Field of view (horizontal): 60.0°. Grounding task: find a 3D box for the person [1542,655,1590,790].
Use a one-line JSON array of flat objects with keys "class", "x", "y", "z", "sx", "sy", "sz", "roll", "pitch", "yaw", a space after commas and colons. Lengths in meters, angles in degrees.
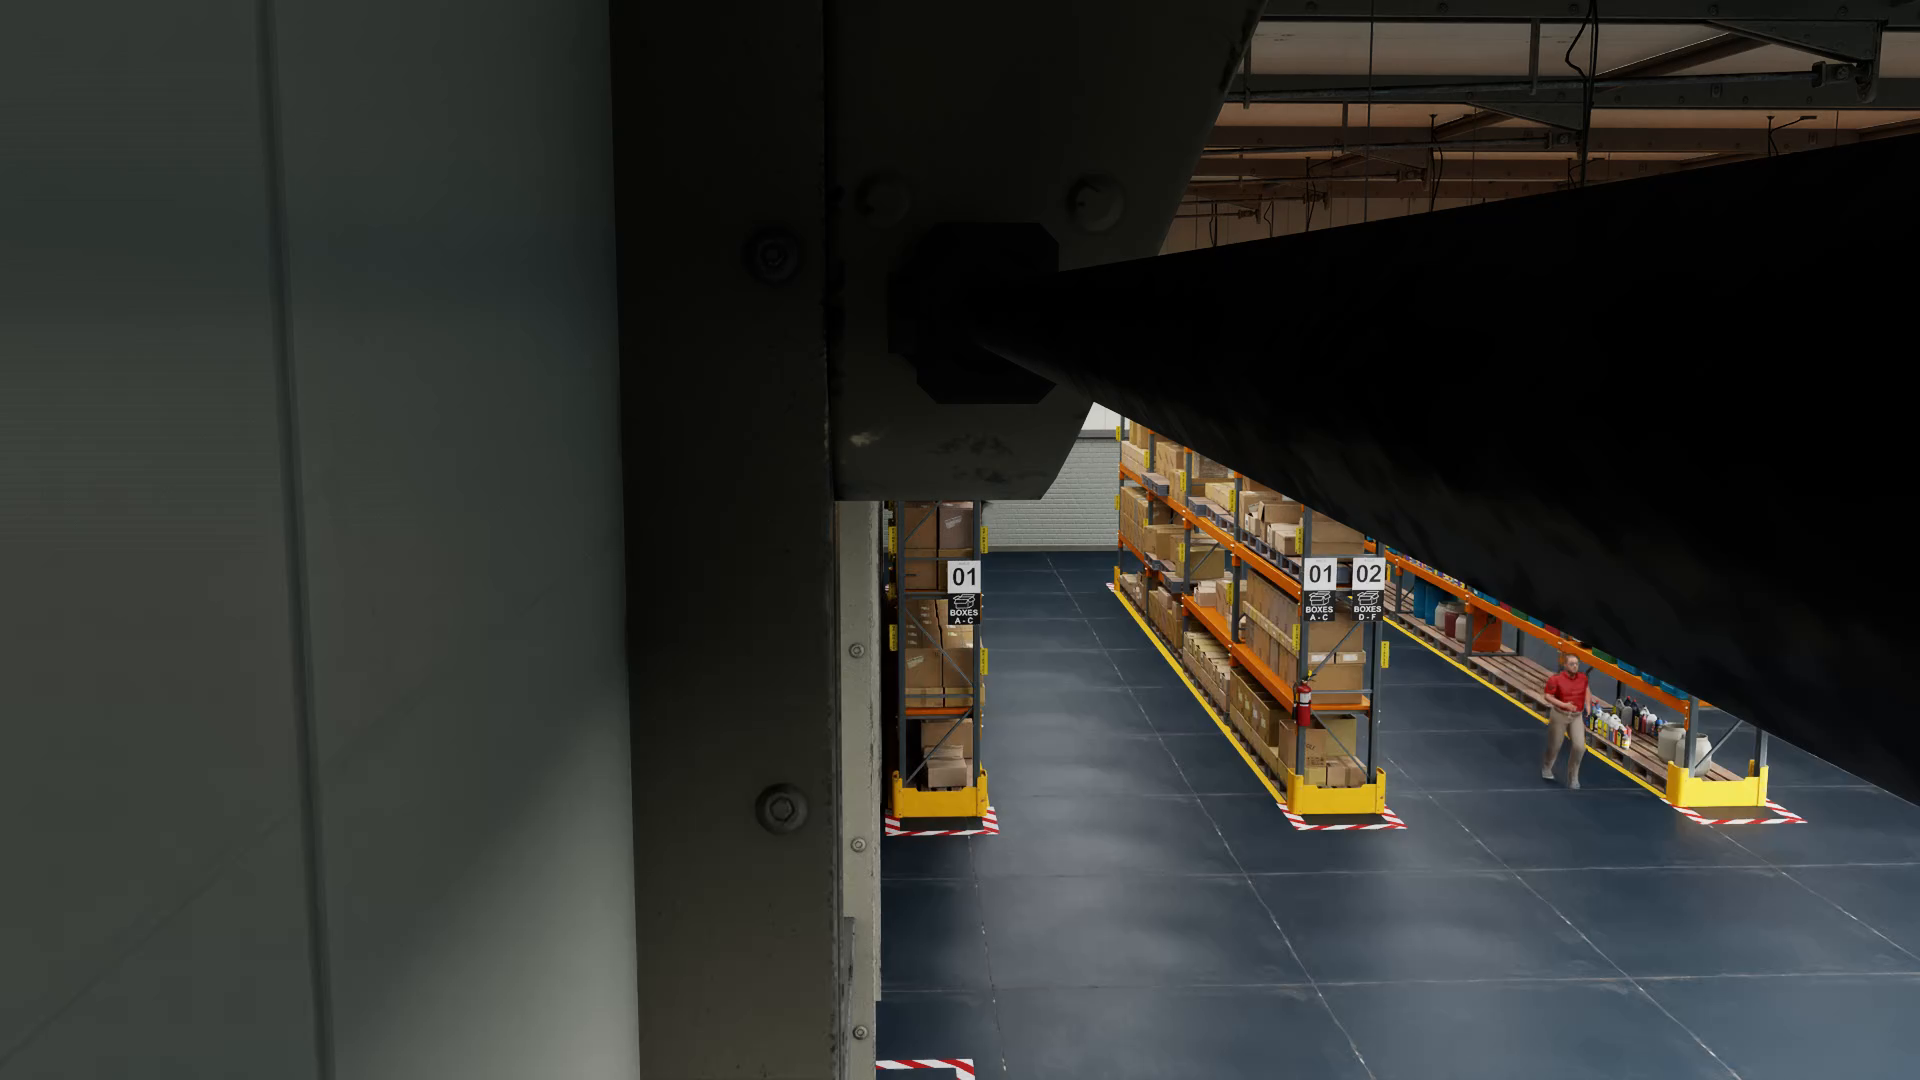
[{"class": "person", "x": 7.949, "y": 2.386, "z": 21.745, "sx": 0.684, "sy": 1.812, "sz": 0.758, "roll": 0, "pitch": 8, "yaw": -3}]
